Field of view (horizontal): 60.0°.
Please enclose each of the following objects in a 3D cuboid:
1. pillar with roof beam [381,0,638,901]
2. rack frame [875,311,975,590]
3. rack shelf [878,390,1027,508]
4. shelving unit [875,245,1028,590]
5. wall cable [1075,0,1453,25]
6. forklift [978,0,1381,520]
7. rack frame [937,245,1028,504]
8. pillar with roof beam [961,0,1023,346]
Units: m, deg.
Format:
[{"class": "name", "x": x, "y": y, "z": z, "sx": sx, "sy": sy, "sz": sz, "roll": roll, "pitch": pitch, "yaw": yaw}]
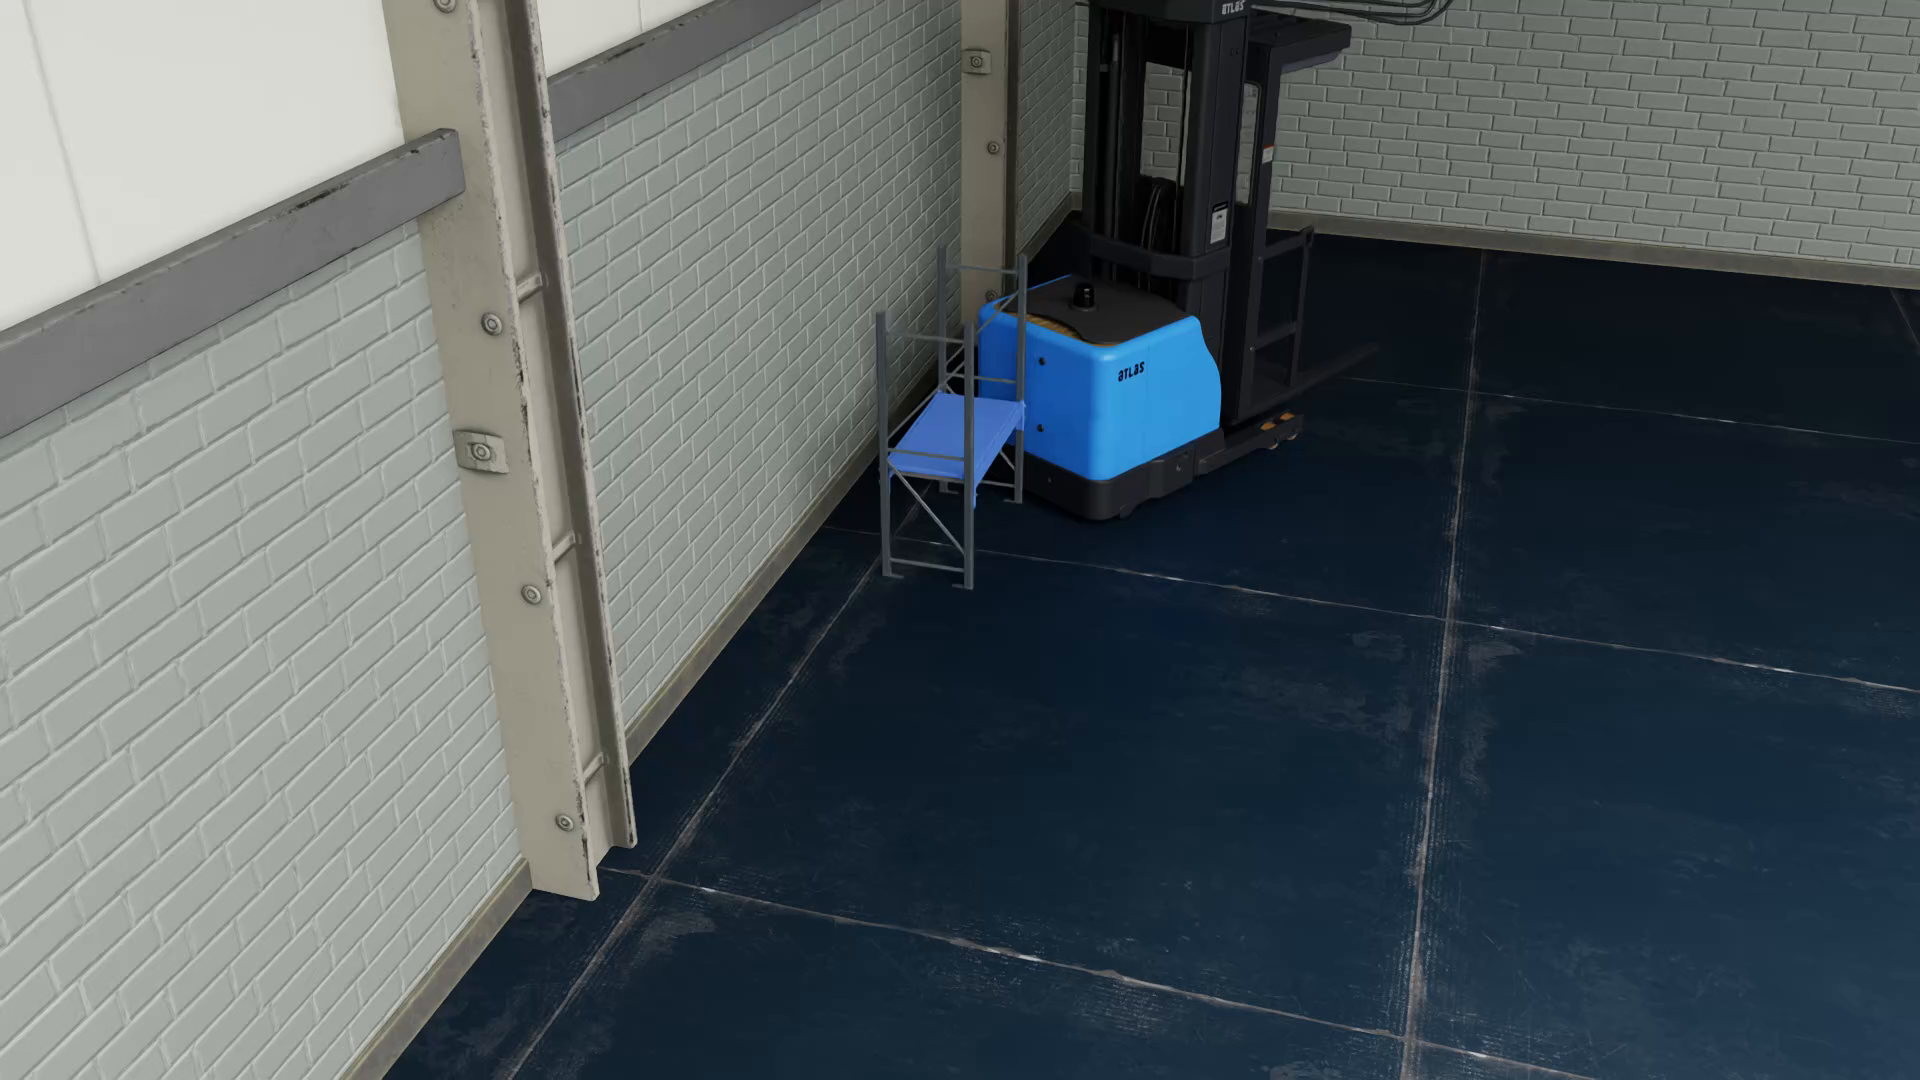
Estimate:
[{"class": "pillar with roof beam", "x": 2.560, "y": -1.987, "z": 3.564, "sx": 9.100, "sy": 9.000, "sz": 0.400, "roll": 8, "pitch": 30, "yaw": 15}, {"class": "rack frame", "x": -0.173, "y": -0.432, "z": 8.484, "sx": 0.500, "sy": 1.500, "sz": 0.032, "roll": 8, "pitch": 30, "yaw": 15}, {"class": "rack shelf", "x": -0.026, "y": -0.512, "z": 8.997, "sx": 0.538, "sy": 0.185, "sz": 1.000, "roll": 8, "pitch": 30, "yaw": 15}, {"class": "shelving unit", "x": -0.026, "y": -0.669, "z": 8.910, "sx": 0.538, "sy": 1.500, "sz": 1.048, "roll": 8, "pitch": 30, "yaw": 15}, {"class": "wall cable", "x": 2.334, "y": -5.213, "z": 12.558, "sx": 3.097, "sy": 2.526, "sz": 0.112, "roll": 8, "pitch": 30, "yaw": 15}, {"class": "forklift", "x": 1.499, "y": -2.001, "z": 9.832, "sx": 3.031, "sy": 2.935, "sz": 1.130, "roll": -25, "pitch": 38, "yaw": -37}, {"class": "rack frame", "x": 0.120, "y": -0.905, "z": 9.335, "sx": 0.500, "sy": 1.500, "sz": 0.032, "roll": 8, "pitch": 30, "yaw": 15}, {"class": "pillar with roof beam", "x": 4.321, "y": -4.775, "z": 8.577, "sx": 9.100, "sy": 9.000, "sz": 0.400, "roll": 8, "pitch": 30, "yaw": 15}]
